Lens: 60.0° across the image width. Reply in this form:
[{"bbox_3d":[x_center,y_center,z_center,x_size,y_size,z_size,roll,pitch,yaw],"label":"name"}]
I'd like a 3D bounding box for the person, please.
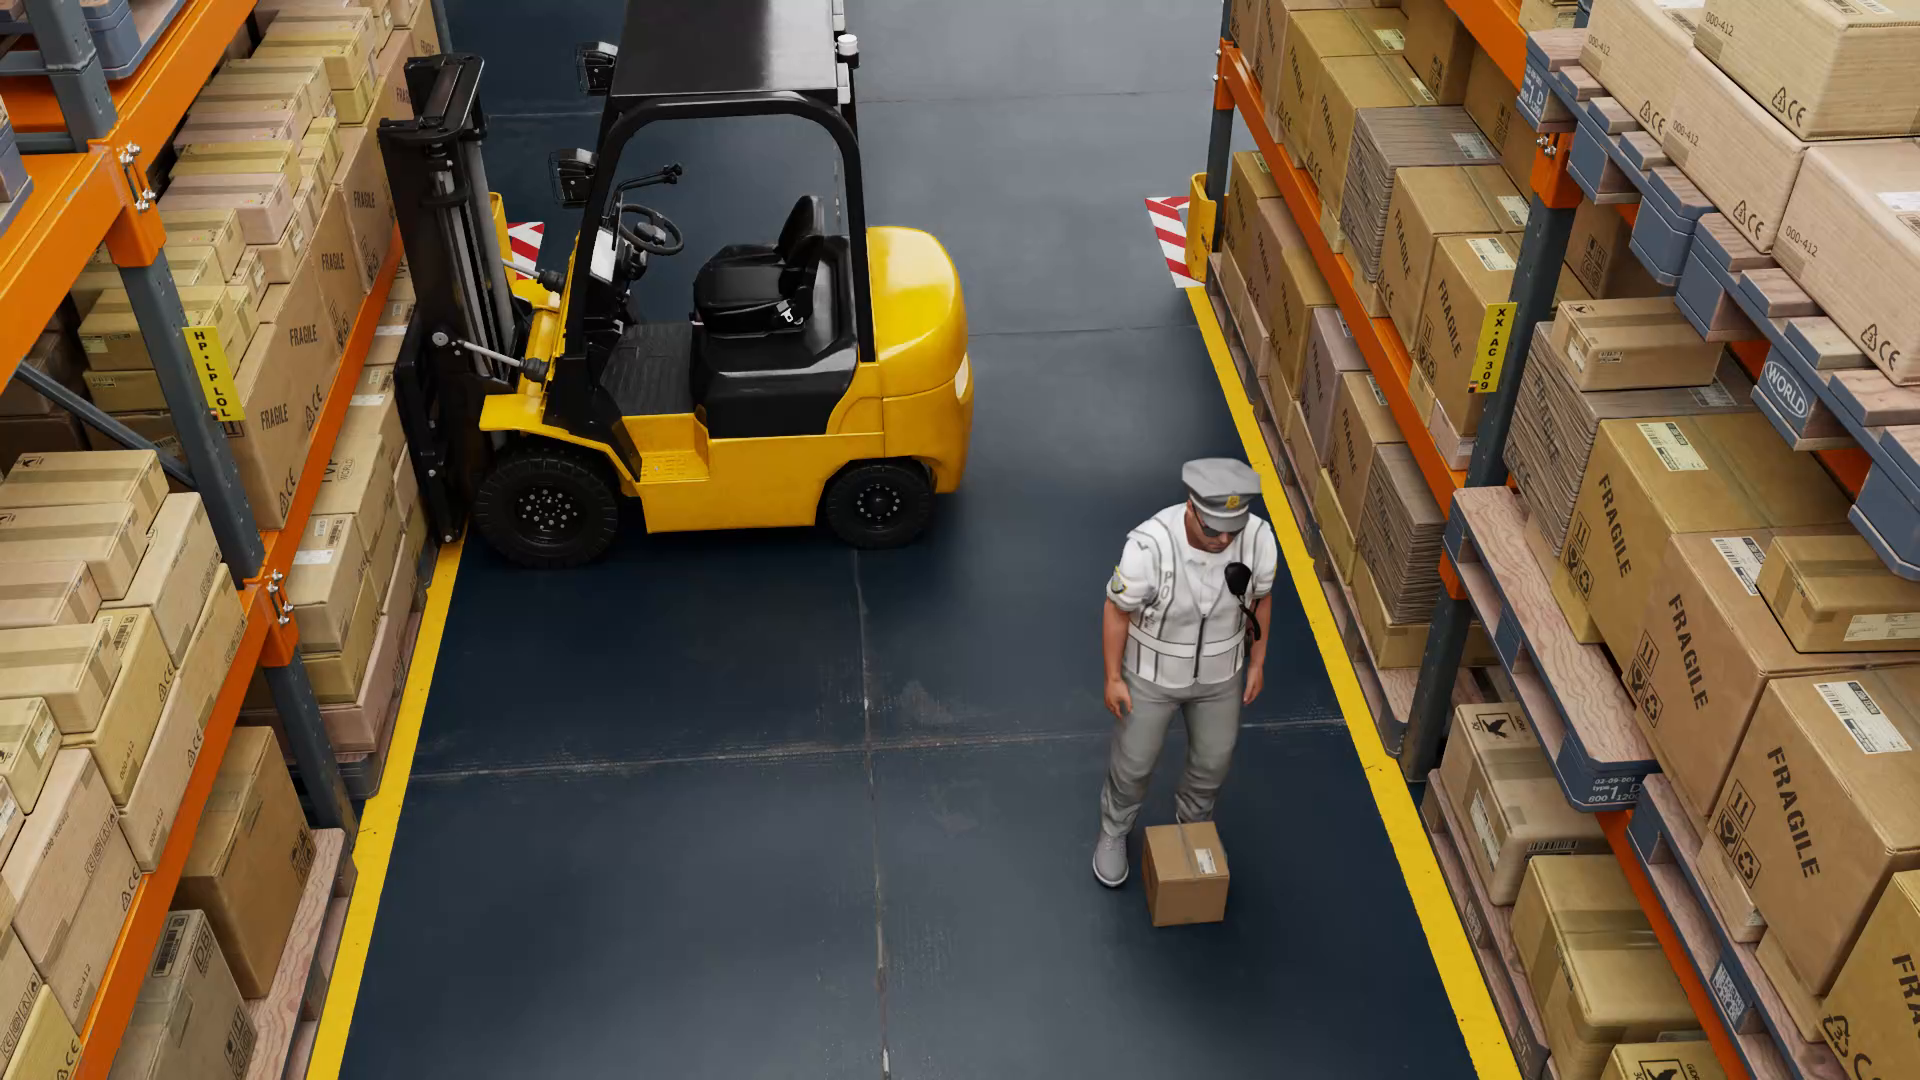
[{"bbox_3d":[0.754,0.422,5.625,0.582,1.747,0.435,-5,39,-6],"label":"person"}]
